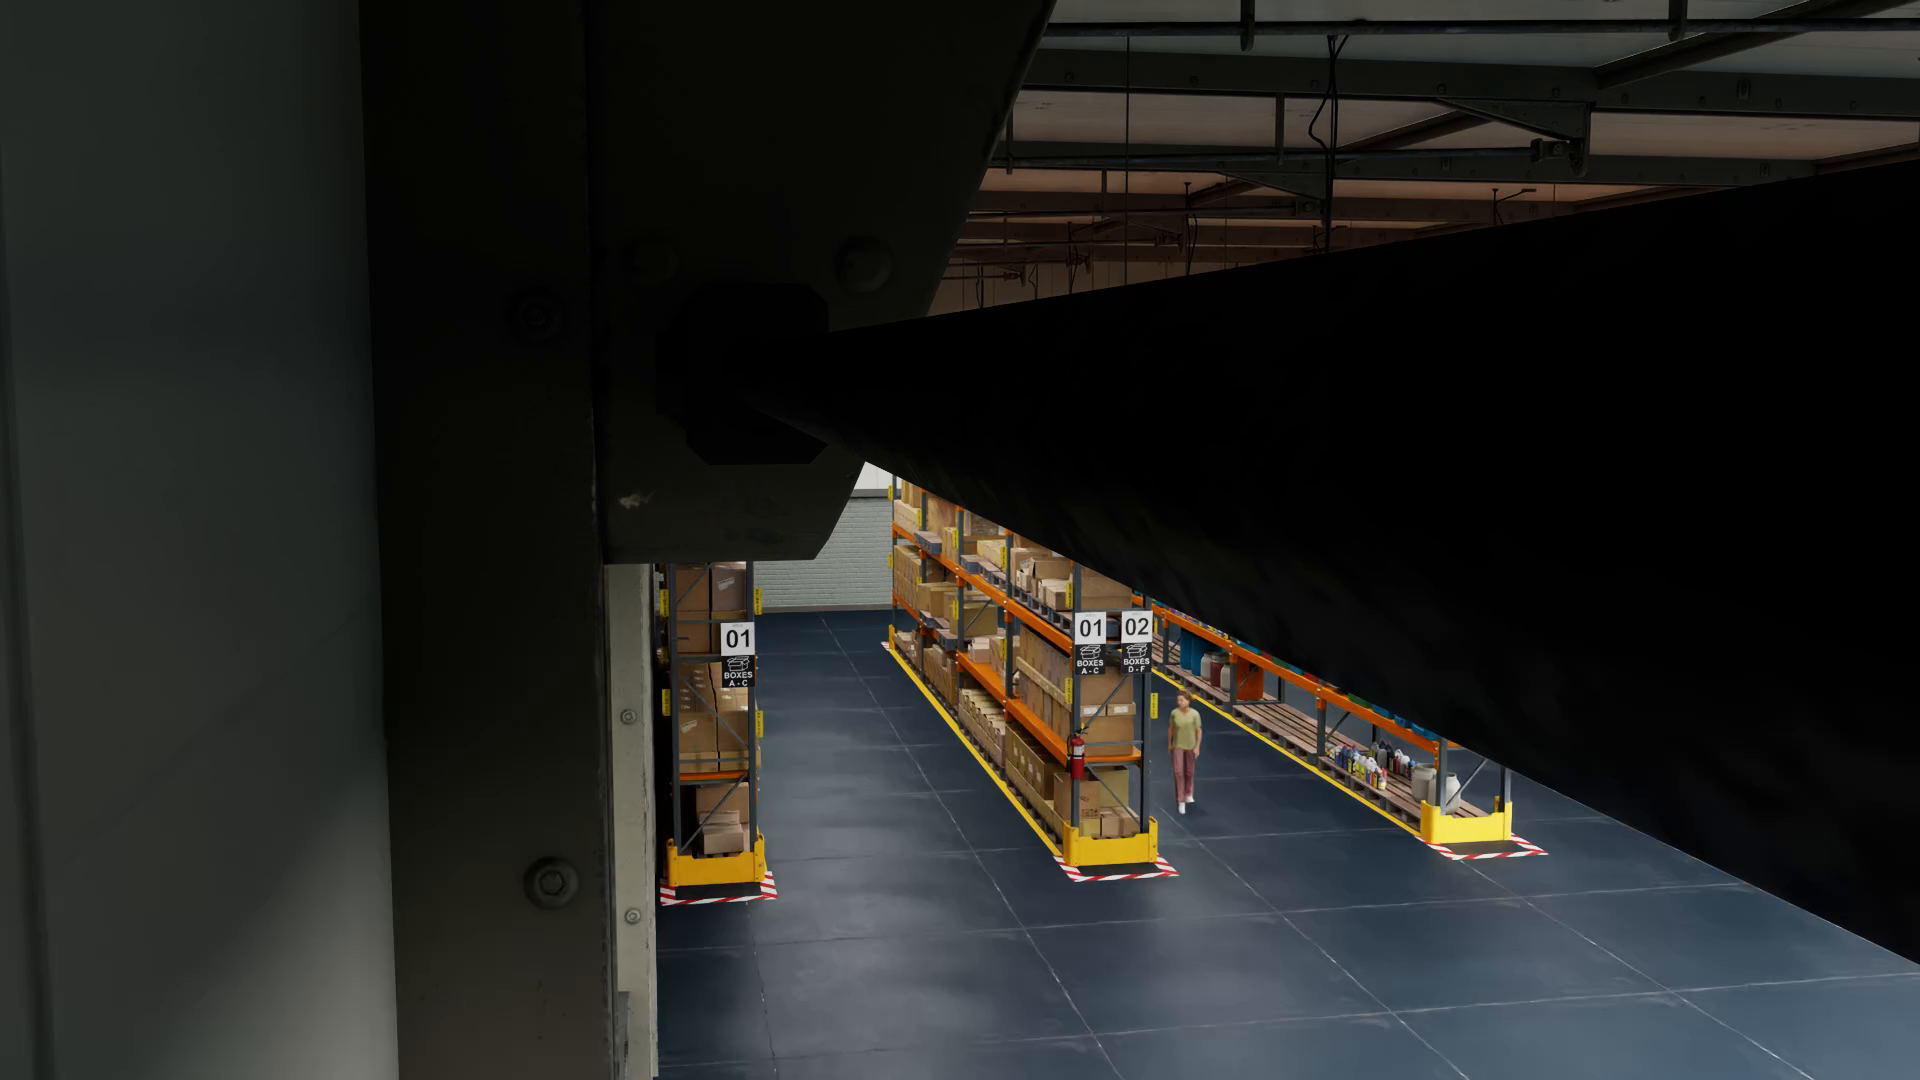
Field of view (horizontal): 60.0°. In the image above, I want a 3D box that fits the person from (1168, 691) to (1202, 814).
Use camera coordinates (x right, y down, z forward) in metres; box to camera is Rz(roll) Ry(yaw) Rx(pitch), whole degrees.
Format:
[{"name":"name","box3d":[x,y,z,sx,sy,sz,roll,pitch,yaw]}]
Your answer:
[{"name":"person","box3d":[3.179,2.960,23.521,0.478,1.651,0.842,1,6,10]}]
